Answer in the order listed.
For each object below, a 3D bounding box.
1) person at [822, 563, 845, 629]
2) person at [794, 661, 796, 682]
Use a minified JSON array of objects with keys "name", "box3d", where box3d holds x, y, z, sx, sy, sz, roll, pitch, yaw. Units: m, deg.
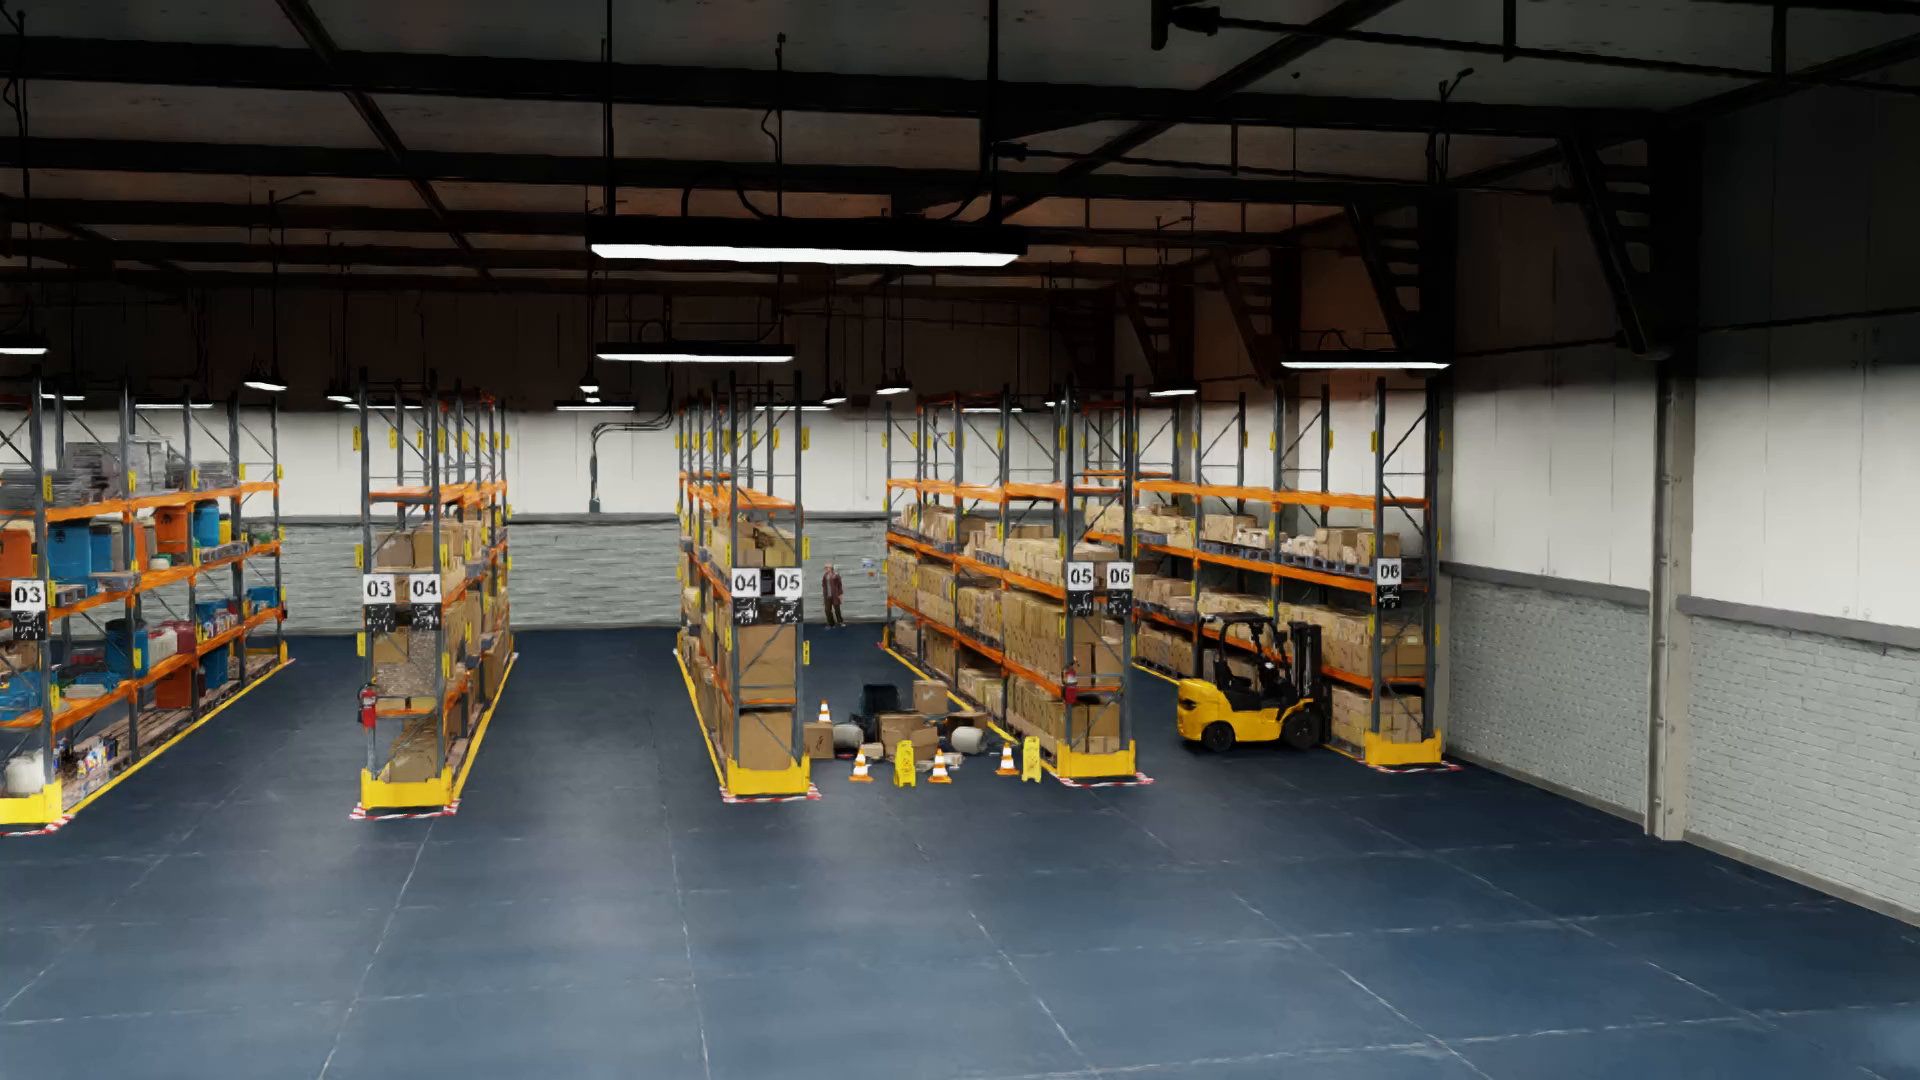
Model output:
[{"name":"person","box3d":[-3.371,1.484,44.356,0.613,1.767,0.621,1,4,23]},{"name":"person","box3d":[-3.487,2.044,34.608,0.476,1.740,0.593,-3,5,-43]}]
